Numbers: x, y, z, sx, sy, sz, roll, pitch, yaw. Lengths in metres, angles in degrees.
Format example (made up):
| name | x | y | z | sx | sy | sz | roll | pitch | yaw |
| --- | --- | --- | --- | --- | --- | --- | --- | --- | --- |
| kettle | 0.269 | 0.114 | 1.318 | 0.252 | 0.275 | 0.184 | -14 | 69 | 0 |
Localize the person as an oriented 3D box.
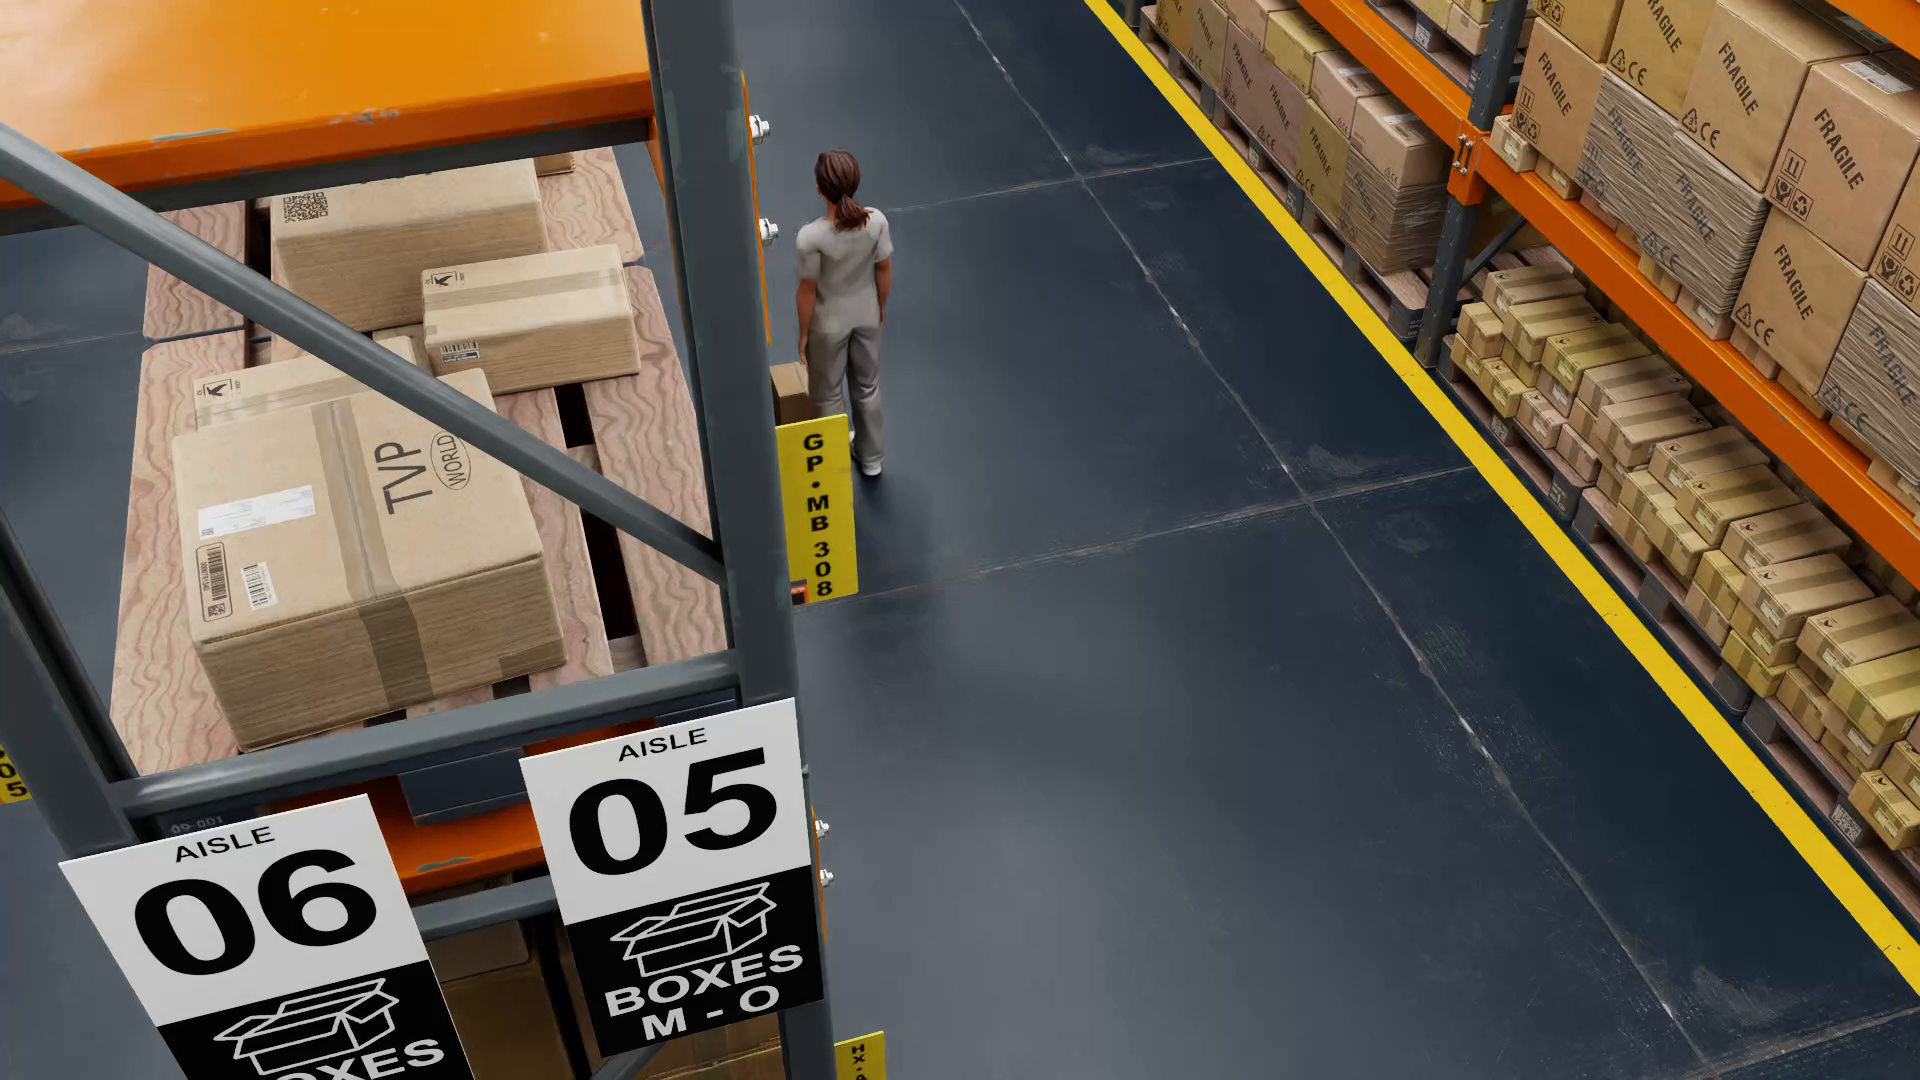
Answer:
| name | x | y | z | sx | sy | sz | roll | pitch | yaw |
| --- | --- | --- | --- | --- | --- | --- | --- | --- | --- |
| person | -0.507 | -0.938 | 7.158 | 0.450 | 1.677 | 0.418 | -22 | 47 | -22 |
